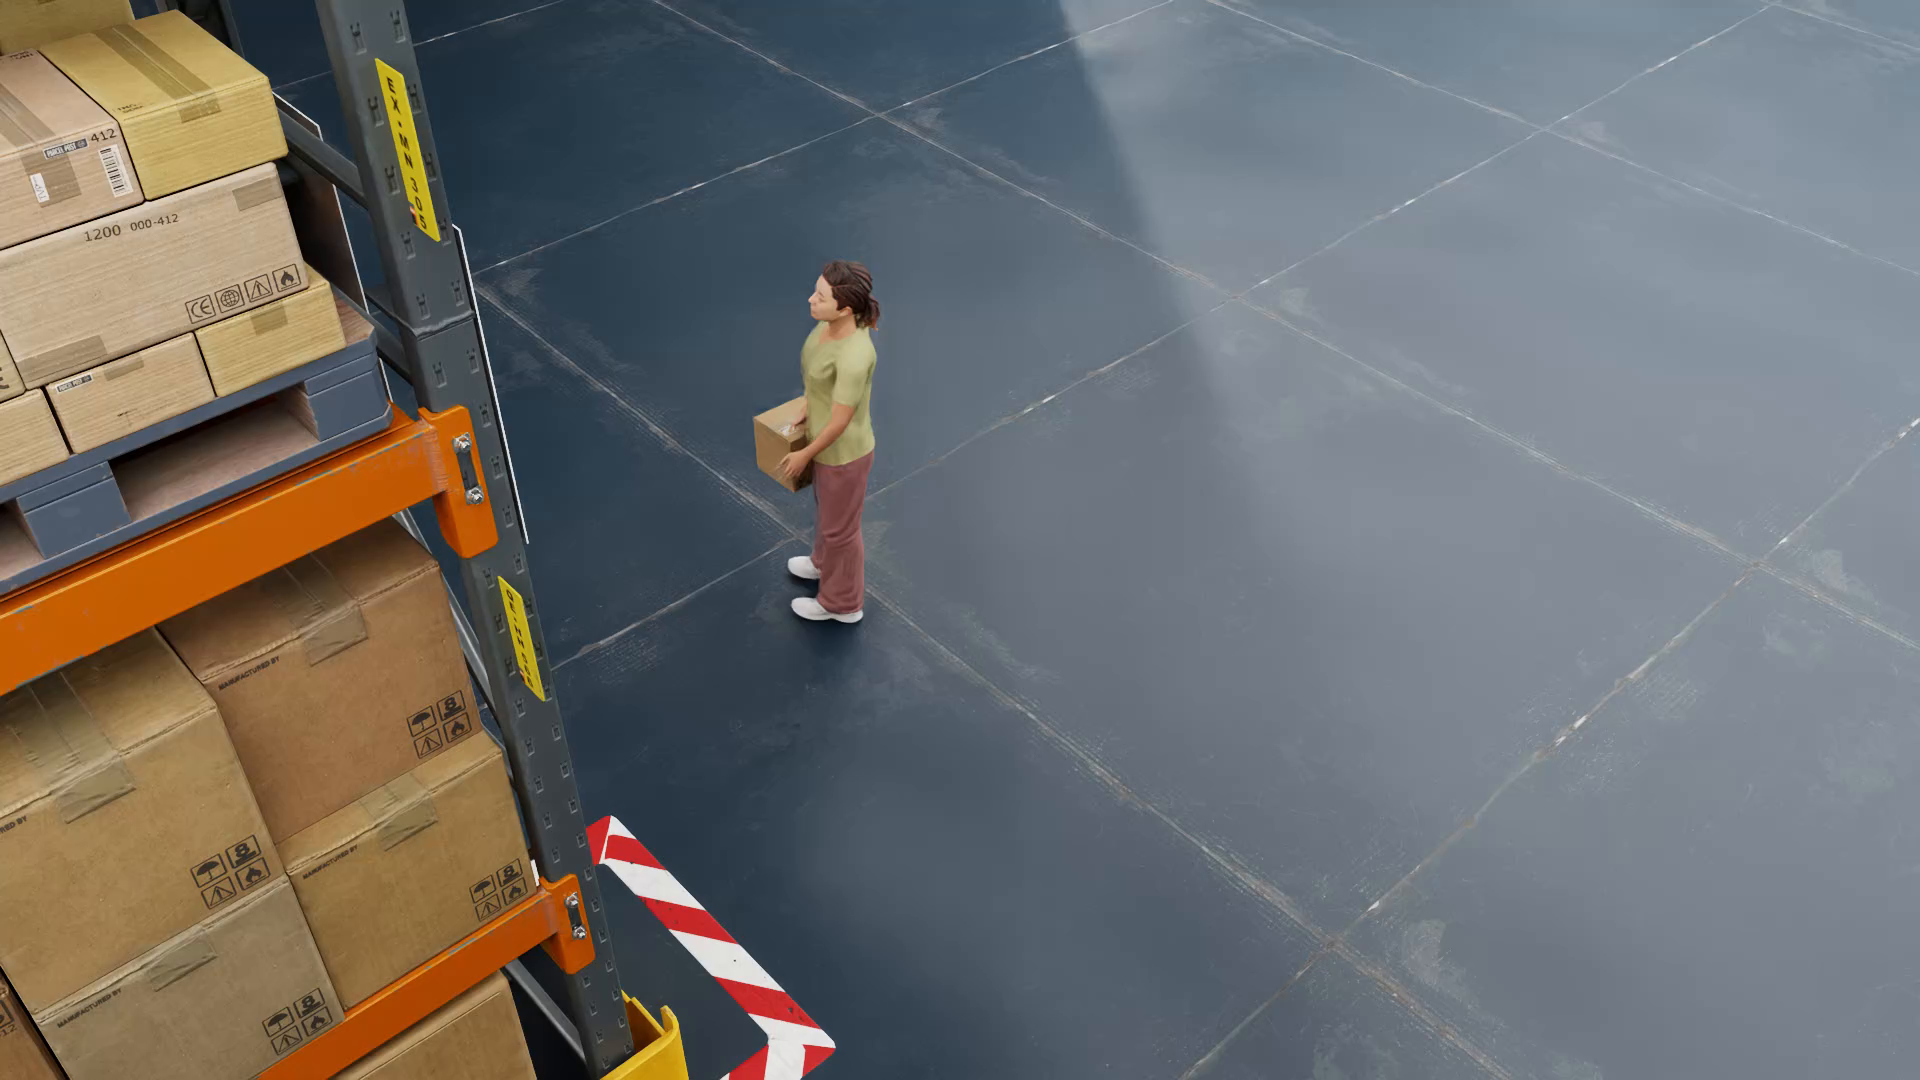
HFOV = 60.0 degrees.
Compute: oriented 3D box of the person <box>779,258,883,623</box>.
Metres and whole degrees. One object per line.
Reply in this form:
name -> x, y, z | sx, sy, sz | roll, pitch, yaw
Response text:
person -> -0.510, -0.393, 6.603 | 0.443, 1.684, 0.527 | -7, 41, -9
